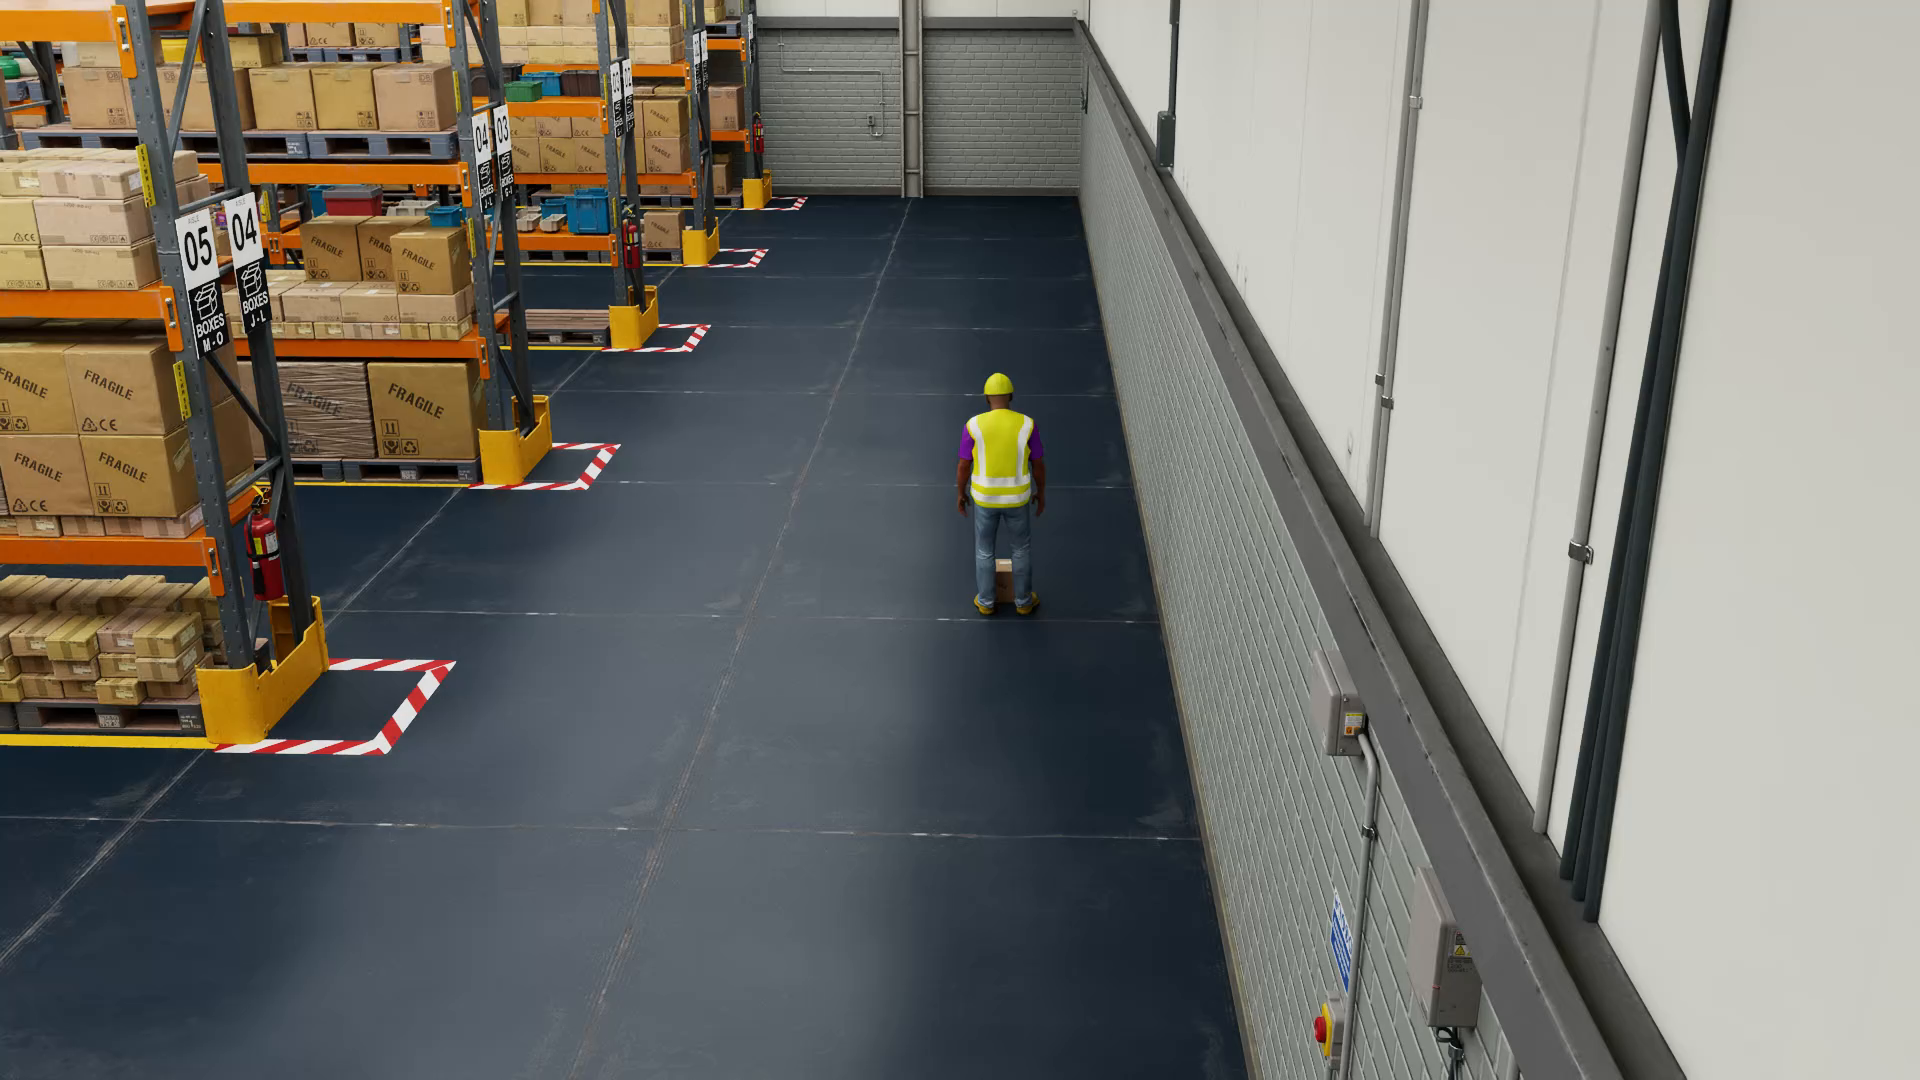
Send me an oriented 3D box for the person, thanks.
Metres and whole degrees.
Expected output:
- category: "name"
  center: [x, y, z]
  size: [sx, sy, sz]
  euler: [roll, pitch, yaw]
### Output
- category: "person"
  center: [0.297, -0.324, 11.914]
  size: [0.635, 1.760, 0.463]
  euler: [0, 21, 1]
